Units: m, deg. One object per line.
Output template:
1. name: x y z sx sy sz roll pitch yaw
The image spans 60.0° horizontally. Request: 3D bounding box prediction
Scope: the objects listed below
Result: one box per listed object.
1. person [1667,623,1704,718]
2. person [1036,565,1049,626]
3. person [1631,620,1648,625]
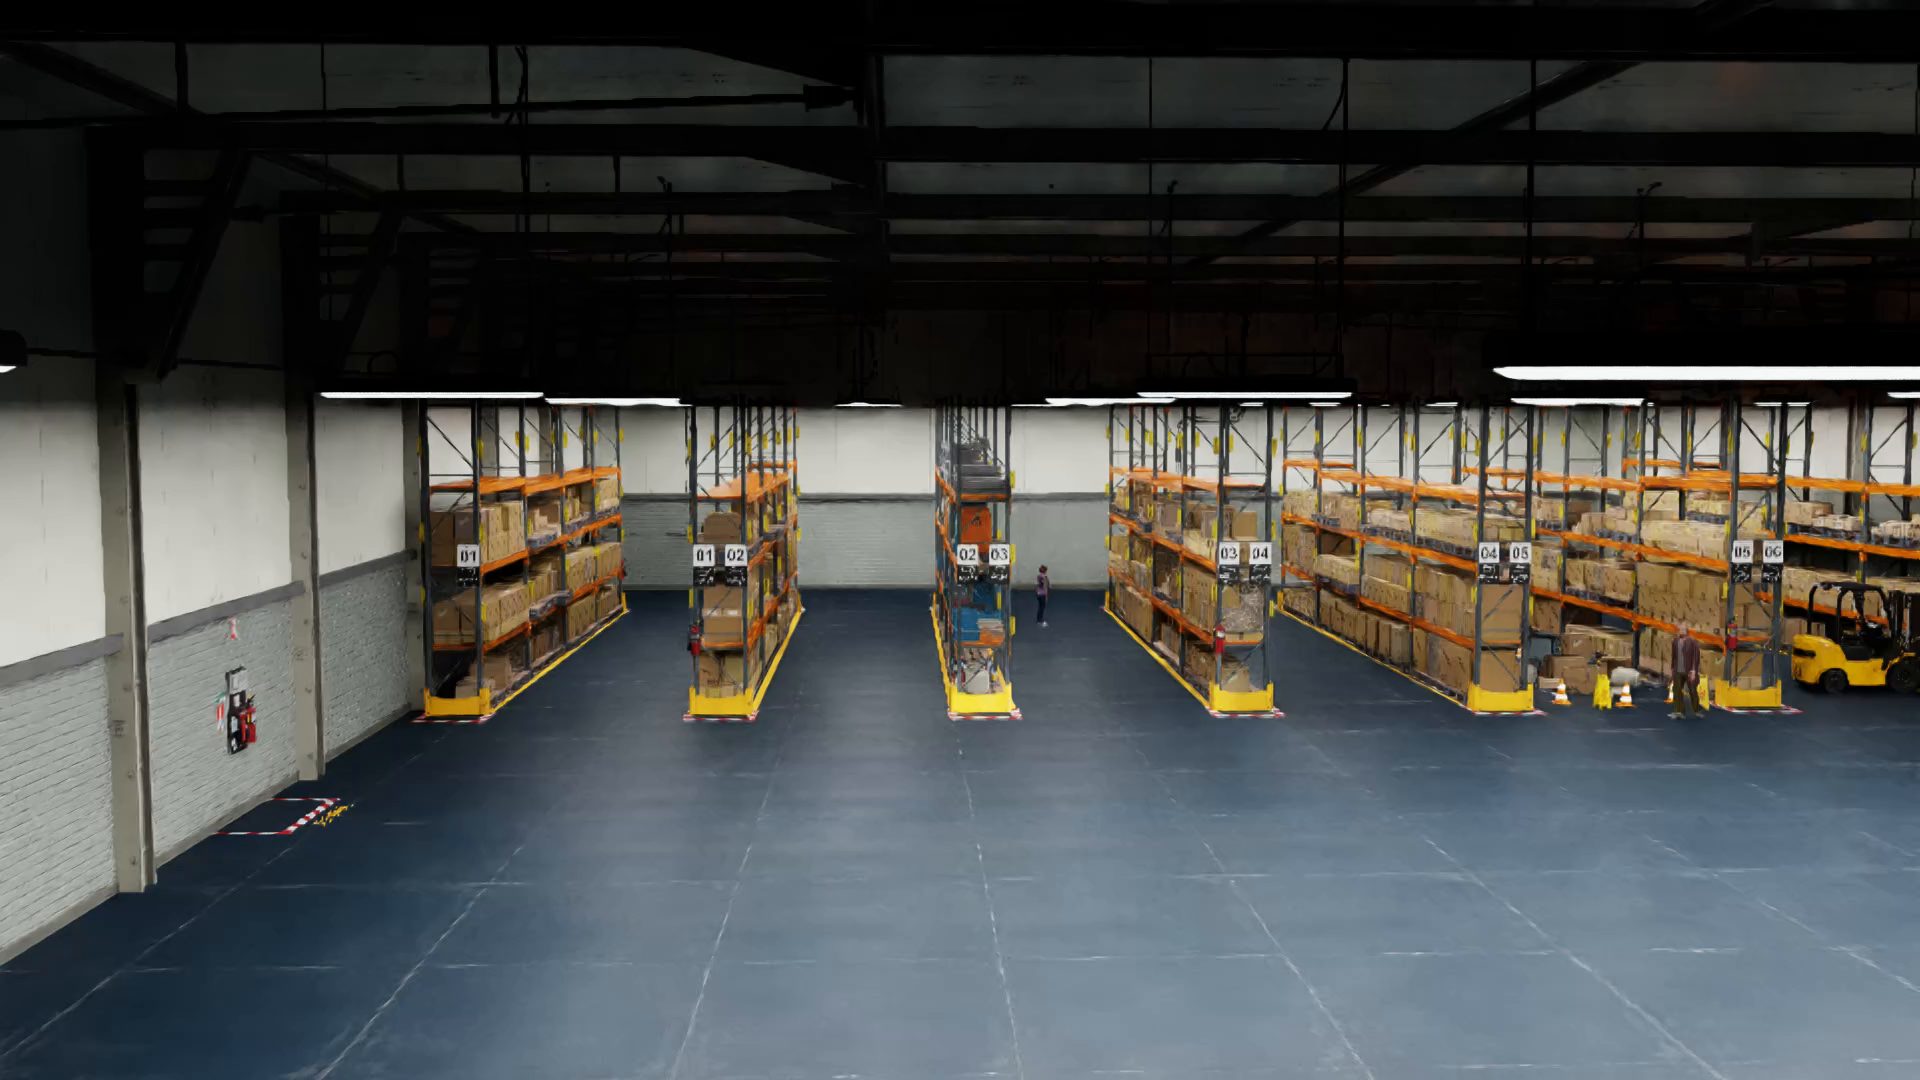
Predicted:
1. person: 13.461 2.418 30.826 0.677 1.771 0.617 -3 6 -36
2. person: 2.188 1.455 43.972 0.347 1.586 0.532 -2 5 -22
3. person: 18.181 1.394 44.215 0.545 1.670 0.545 1 5 15
